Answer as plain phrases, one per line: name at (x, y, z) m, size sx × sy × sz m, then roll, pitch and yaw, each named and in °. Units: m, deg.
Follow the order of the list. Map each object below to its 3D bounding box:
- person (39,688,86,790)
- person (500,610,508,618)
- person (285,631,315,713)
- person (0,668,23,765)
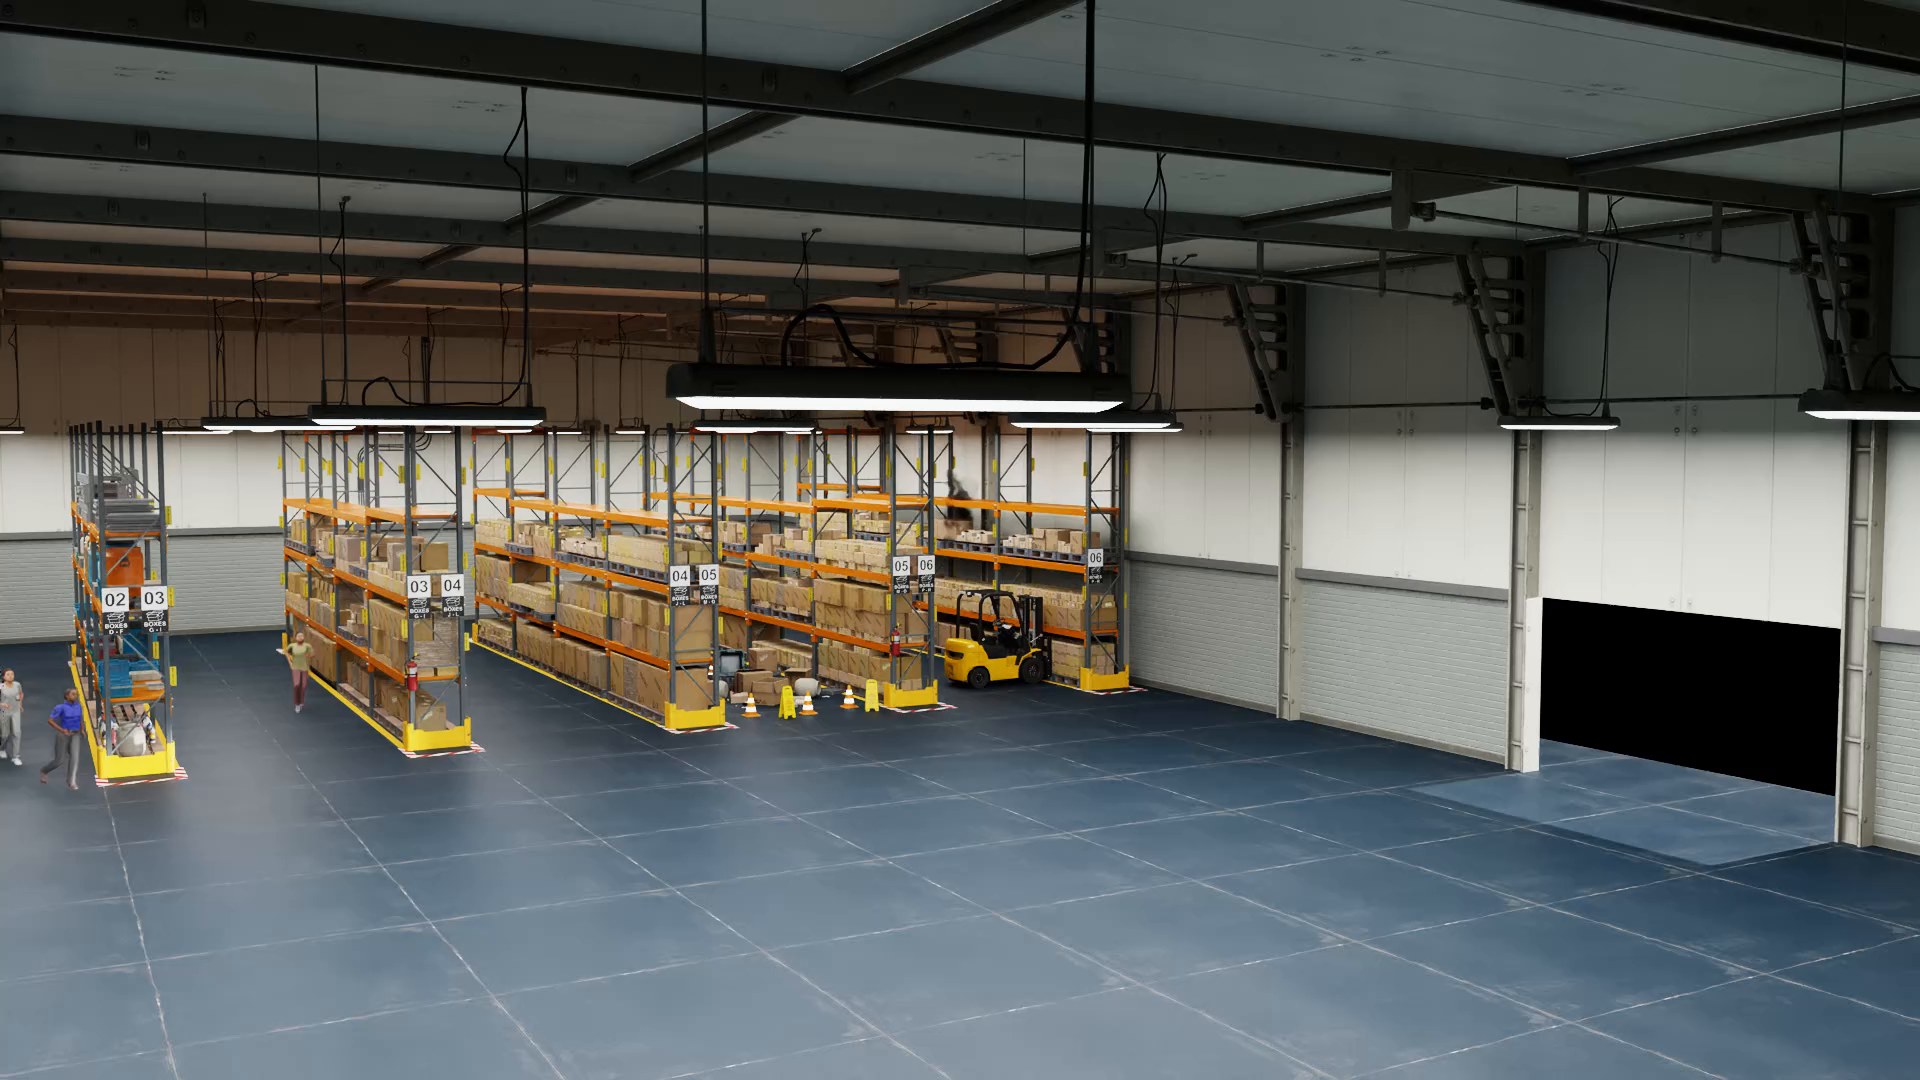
person at (-14.568, 3.229, 27.196) m, size 0.873 × 1.611 × 0.647 m, roll 2°, pitch 4°, yaw 28°
person at (-13.051, 1.892, 48.041) m, size 0.719 × 1.729 × 0.738 m, roll 0°, pitch 4°, yaw 3°
person at (-13.823, 2.752, 34.880) m, size 0.561 × 1.715 × 0.740 m, roll -2°, pitch 4°, yaw -30°
person at (-16.723, 3.082, 29.220) m, size 0.567 × 1.676 × 0.899 m, roll -3°, pitch 5°, yaw -45°
